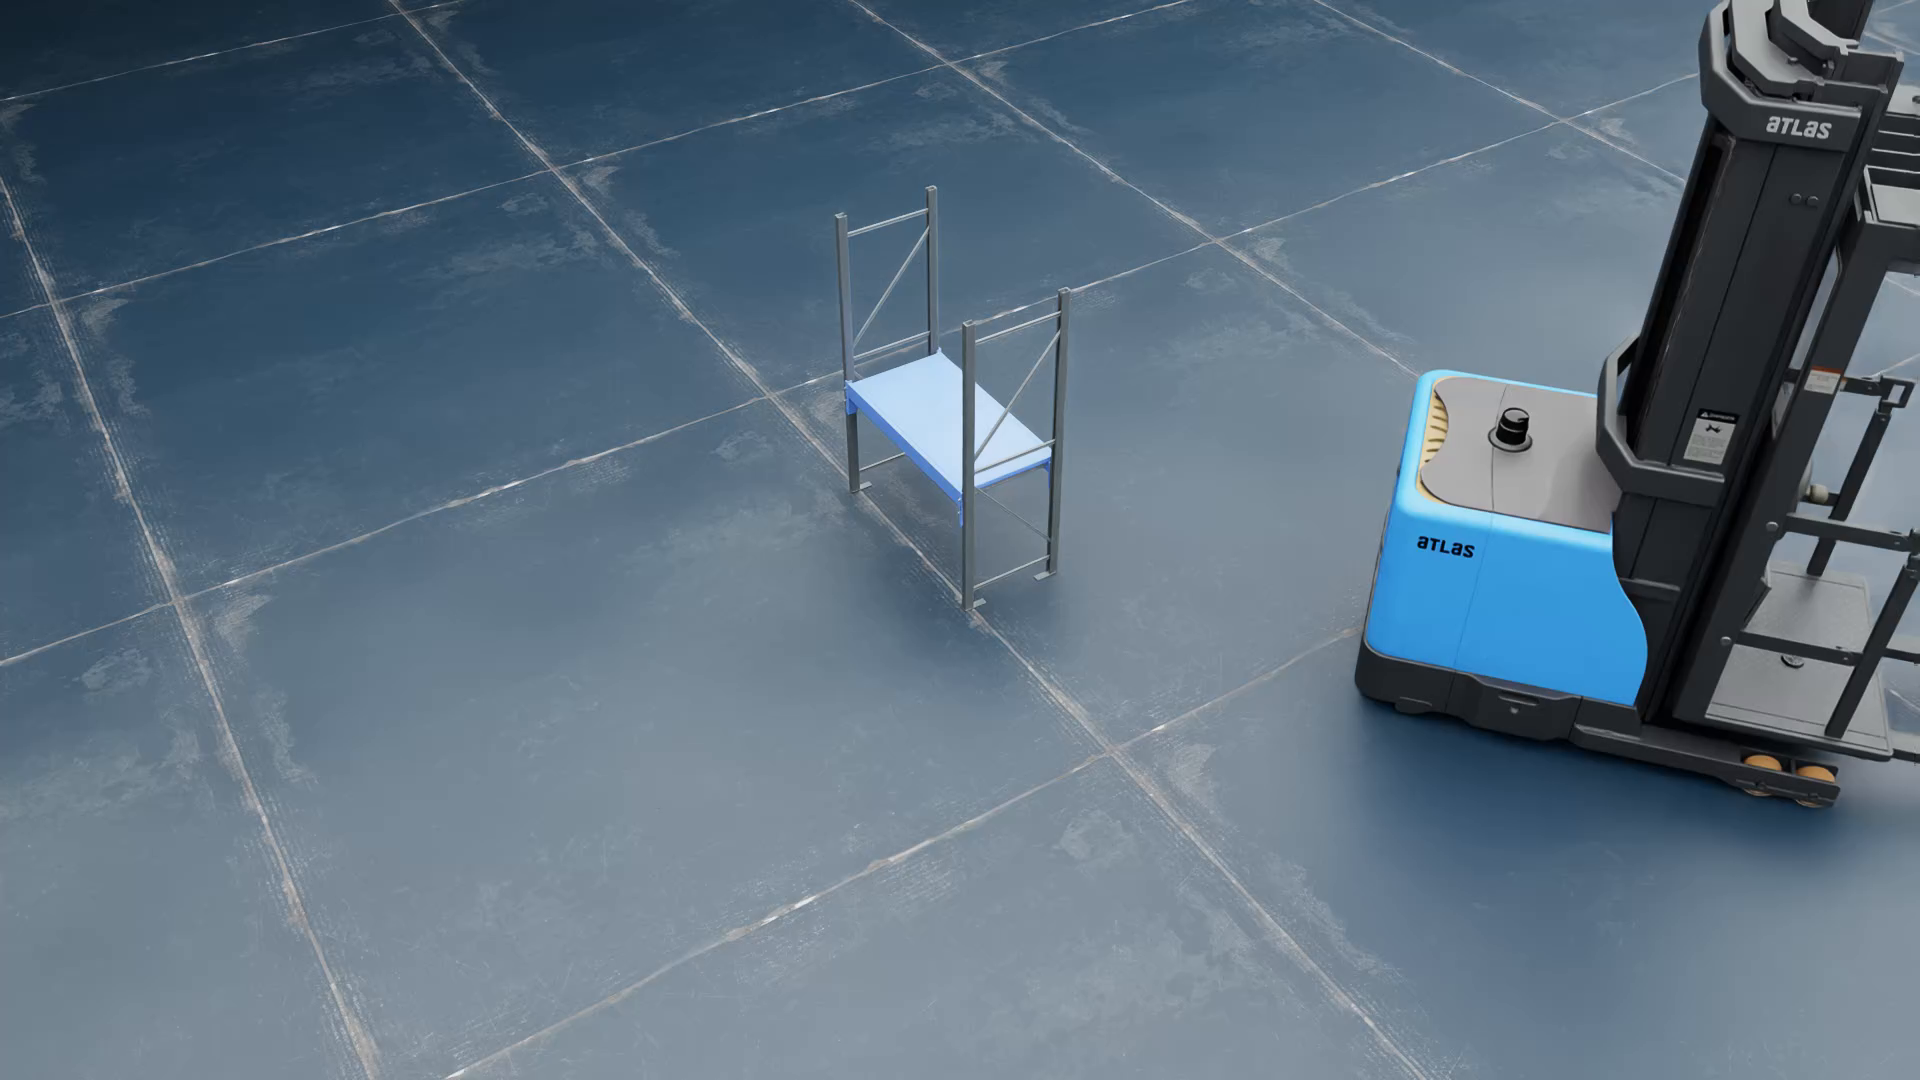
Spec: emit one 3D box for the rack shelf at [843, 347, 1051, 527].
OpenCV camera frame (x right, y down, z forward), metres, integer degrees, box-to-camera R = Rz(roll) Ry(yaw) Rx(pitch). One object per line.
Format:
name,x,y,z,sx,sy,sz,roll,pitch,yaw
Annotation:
rack shelf,-0.046,-0.484,7.501,0.538,0.185,1.000,-22,45,-24

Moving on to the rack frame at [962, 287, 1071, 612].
rack frame,0.227,-0.348,7.056,0.500,1.500,0.032,-22,45,-24

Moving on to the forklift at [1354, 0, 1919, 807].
forklift,3.233,-0.457,6.070,3.031,2.935,1.130,11,41,13

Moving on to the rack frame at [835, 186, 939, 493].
rack frame,-0.319,-0.897,7.715,0.500,1.500,0.032,-22,45,-24

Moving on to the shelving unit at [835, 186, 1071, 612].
shelving unit,-0.046,-0.622,7.386,0.538,1.500,1.048,-22,45,-24
